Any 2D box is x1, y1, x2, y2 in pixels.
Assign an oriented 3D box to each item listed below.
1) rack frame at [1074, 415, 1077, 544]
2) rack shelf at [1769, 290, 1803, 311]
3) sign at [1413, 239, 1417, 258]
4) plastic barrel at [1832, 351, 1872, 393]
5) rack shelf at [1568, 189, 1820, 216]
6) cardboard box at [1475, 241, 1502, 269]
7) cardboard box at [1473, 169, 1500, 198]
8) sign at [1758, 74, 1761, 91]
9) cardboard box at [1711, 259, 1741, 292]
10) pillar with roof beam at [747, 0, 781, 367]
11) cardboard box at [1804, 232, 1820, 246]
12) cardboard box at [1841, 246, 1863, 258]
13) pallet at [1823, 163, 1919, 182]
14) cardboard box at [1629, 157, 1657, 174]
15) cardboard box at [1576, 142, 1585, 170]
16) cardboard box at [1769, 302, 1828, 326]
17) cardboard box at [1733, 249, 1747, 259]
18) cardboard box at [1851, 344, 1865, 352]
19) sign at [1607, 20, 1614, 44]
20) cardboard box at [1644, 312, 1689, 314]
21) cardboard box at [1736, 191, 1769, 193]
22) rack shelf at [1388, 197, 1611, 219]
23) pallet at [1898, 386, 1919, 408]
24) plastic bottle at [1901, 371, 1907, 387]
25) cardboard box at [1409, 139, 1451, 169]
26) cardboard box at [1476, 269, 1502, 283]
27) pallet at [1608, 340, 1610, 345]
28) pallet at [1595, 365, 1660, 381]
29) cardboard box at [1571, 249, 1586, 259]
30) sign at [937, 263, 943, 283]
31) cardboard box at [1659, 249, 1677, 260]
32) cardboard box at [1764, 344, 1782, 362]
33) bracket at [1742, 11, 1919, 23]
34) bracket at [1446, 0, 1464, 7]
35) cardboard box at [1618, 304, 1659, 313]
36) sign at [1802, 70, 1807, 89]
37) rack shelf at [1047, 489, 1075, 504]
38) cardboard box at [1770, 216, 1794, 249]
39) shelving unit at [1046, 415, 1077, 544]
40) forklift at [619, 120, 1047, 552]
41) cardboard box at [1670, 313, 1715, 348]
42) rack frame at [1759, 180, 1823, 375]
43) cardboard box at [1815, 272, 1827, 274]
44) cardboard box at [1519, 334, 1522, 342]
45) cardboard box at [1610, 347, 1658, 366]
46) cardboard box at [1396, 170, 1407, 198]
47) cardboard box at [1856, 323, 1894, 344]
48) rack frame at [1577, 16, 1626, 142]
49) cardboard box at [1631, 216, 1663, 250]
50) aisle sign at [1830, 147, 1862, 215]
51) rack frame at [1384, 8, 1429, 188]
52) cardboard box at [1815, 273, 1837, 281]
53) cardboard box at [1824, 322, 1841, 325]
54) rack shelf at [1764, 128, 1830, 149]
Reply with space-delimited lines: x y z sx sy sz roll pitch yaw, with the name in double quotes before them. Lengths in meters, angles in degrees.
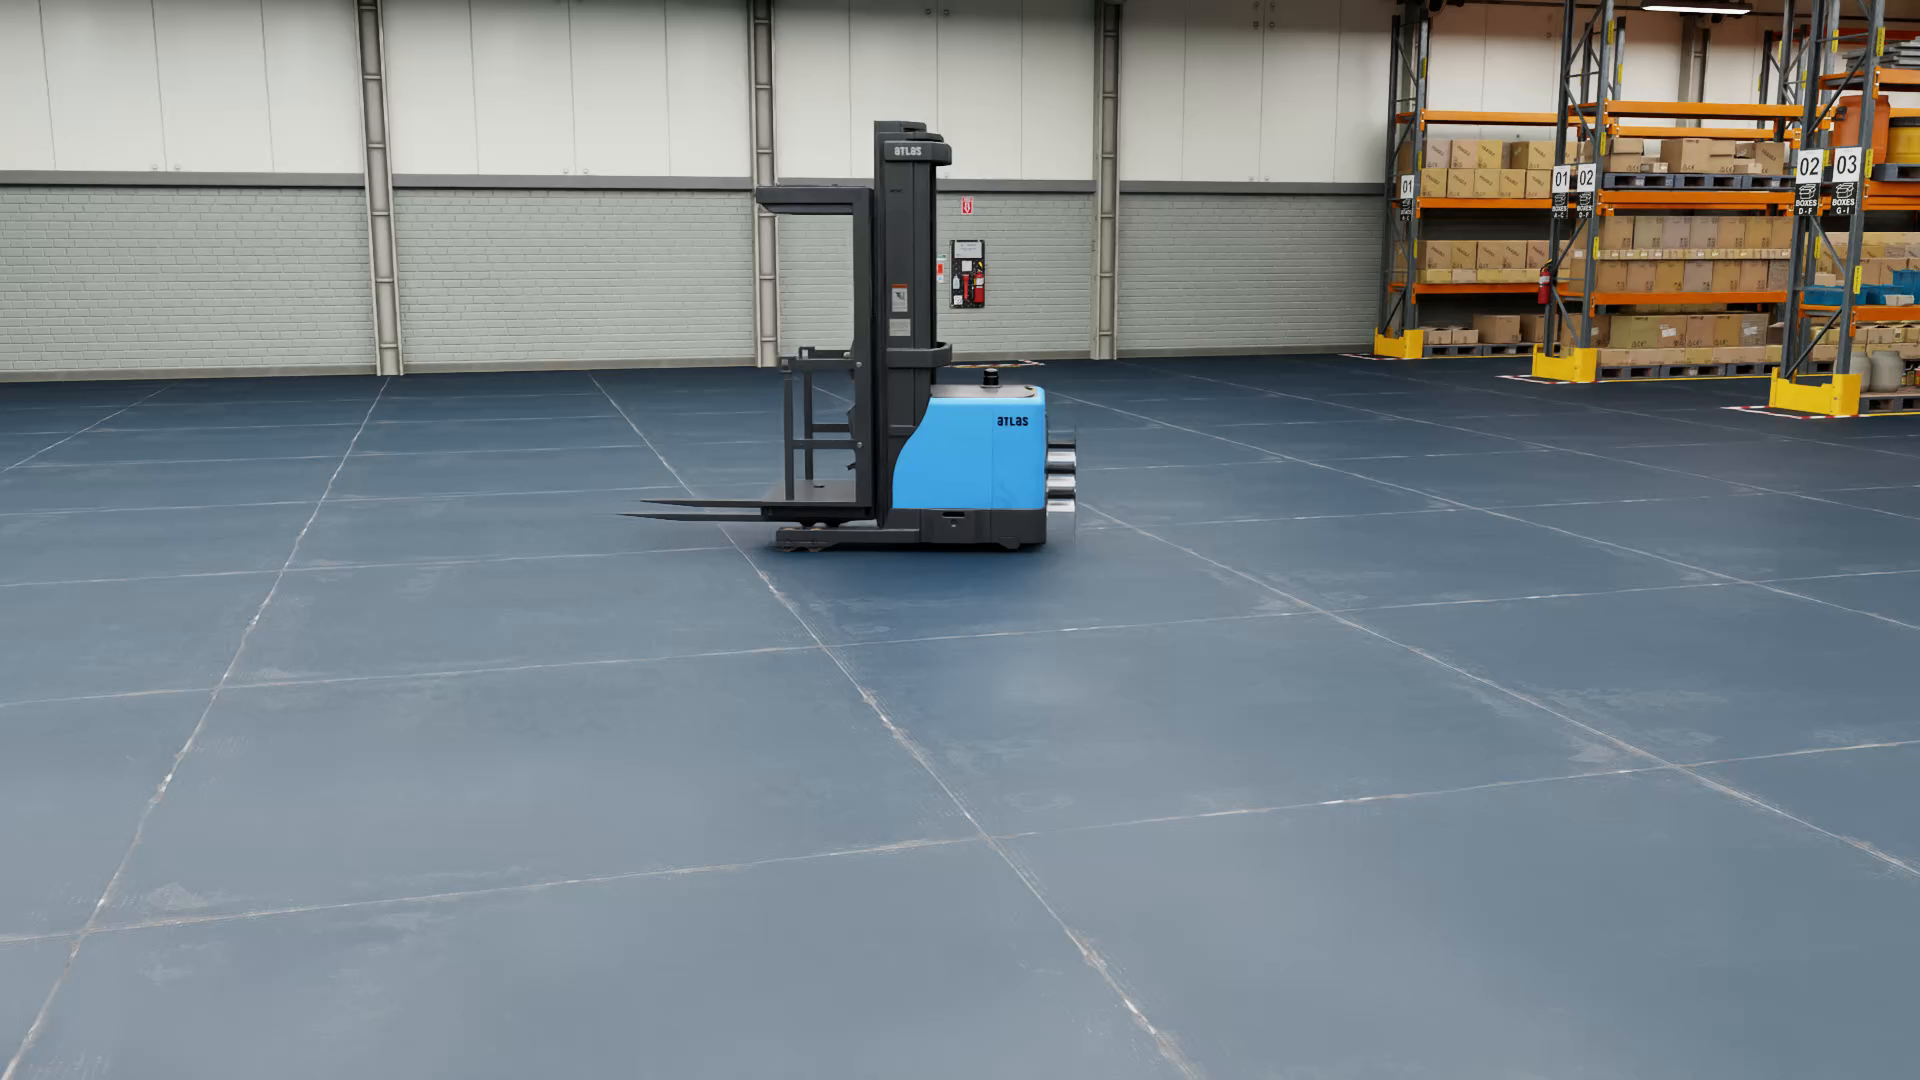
"rack frame" 0.827 -0.435 11.924 0.006 0.900 0.240 0 10 3
"rack shelf" 15.022 -3.900 26.933 4.000 0.370 1.077 -3 11 -16
"sign" 8.025 -5.142 29.304 0.005 0.325 0.100 -3 11 -16
"plastic barrel" 11.252 -2.118 20.980 0.421 0.512 0.421 0 10 0
"rack shelf" 11.181 -5.173 25.562 4.000 0.370 1.077 -3 11 -16
"cardboard box" 9.390 -5.136 29.949 0.500 0.500 0.500 -3 11 -18
"cardboard box" 9.287 -6.367 29.729 0.500 0.500 0.500 -2 11 -13
"sign" 15.395 -8.800 31.975 0.005 0.325 0.100 -3 11 -16
"cardboard box" 11.690 -4.126 25.896 0.500 0.500 0.700 -3 11 -15
"pillar with roof beam" -2.015 -6.592 22.997 0.400 9.000 9.100 -3 11 -16
"cardboard box" 16.090 -5.770 31.878 0.500 0.250 0.500 -3 11 -15
"cardboard box" 17.074 -5.451 32.219 0.500 0.500 0.500 -3 11 -16
"pallet" 11.464 -4.496 20.421 1.213 0.211 1.003 -3 11 -16
"cardboard box" 10.293 -5.731 25.475 0.500 0.250 0.500 -3 11 -16
"cardboard box" 11.308 -6.967 30.228 0.500 0.500 0.500 -4 11 -21
"cardboard box" 16.297 -4.380 32.329 0.750 0.750 0.750 -3 11 -17
"cardboard box" 11.923 -4.419 25.695 0.250 0.149 0.380 -3 11 -16
"cardboard box" 14.049 -3.010 26.545 0.500 0.250 0.500 -3 11 -15
"sign" 9.410 -7.341 24.050 0.005 0.325 0.100 -3 11 -16
"cardboard box" 11.129 -3.330 26.215 0.500 0.500 0.500 -3 11 -16
"cardboard box" 14.938 -6.574 31.376 0.500 0.311 0.500 -3 11 -16
"rack shelf" 9.793 -6.034 30.238 4.000 0.370 1.077 -3 11 -16
"pallet" 12.652 -1.831 21.408 1.213 0.211 1.003 -3 11 -16
"plastic bottle" 12.283 -2.098 21.672 0.097 0.201 0.097 0 10 0
"cardboard box" 8.311 -6.814 29.399 0.500 0.500 0.500 -4 11 -20
"cardboard box" 9.415 -4.770 30.032 0.500 0.250 0.500 -3 11 -17
"pallet" 12.460 -3.682 31.462 1.213 0.211 1.003 -3 11 -16
"pallet" 9.984 -2.625 25.721 1.213 0.211 1.003 -3 11 -16
"cardboard box" 9.575 -4.371 25.436 0.250 0.149 0.380 -3 11 -17
"sign" -0.401 -4.582 28.554 0.234 0.329 0.001 -3 11 -16
"cardboard box" 10.689 -4.353 25.340 0.250 0.149 0.380 -3 11 -18
"cardboard box" 12.717 -2.945 26.195 0.500 0.250 0.500 -3 11 -16
"bracket" 17.035 -10.111 32.172 4.783 0.066 0.076 -3 11 -16
"bracket" 8.801 -9.677 29.814 0.430 0.232 0.235 -3 11 -16
"cardboard box" 12.837 -4.432 31.455 0.500 0.250 0.500 -3 11 -17
"sign" 15.715 -8.571 30.949 0.005 0.325 0.100 -3 11 -16
"rack shelf" 0.725 -0.315 11.951 0.200 0.077 0.258 0 10 3
"cardboard box" 12.677 -4.816 26.063 0.500 0.500 0.700 -3 11 -16
"shelving unit" 0.725 -0.436 11.929 0.210 0.900 0.258 0 10 3
"forklift" -0.895 -1.454 11.847 3.031 2.935 1.130 0 10 3
"cardboard box" 11.279 -3.237 25.709 0.500 0.500 0.500 -3 11 -16
"rack frame" 13.102 -4.153 26.318 0.127 3.000 1.000 -3 11 -16
"cardboard box" 16.458 -5.089 32.041 0.250 0.149 0.380 -3 11 -14
"cardboard box" 10.172 -3.750 30.792 0.250 0.149 0.380 -4 11 -21
"cardboard box" 10.317 -2.819 25.508 0.500 0.250 0.500 -3 11 -16
"cardboard box" 8.203 -6.410 29.966 0.500 0.500 0.500 -2 11 -12
"cardboard box" 14.547 -3.311 26.632 0.500 0.311 0.500 -3 11 -18
"rack frame" 11.713 -7.964 30.451 0.127 3.000 1.000 -3 11 -16
"cardboard box" 10.267 -4.689 25.372 0.500 0.500 0.700 -3 11 -17
"aisle sign" 10.655 -4.313 20.008 0.004 0.787 0.394 -3 11 -16
"rack frame" 7.873 -7.761 29.352 0.127 3.000 1.000 -3 11 -16
"cardboard box" 13.894 -4.163 26.745 0.258 0.266 0.396 -3 11 -17
"cardboard box" 14.388 -3.405 27.144 0.500 0.311 0.500 -3 11 -16
"rack shelf" 17.474 -7.717 32.202 4.000 0.370 1.077 -3 11 -16
